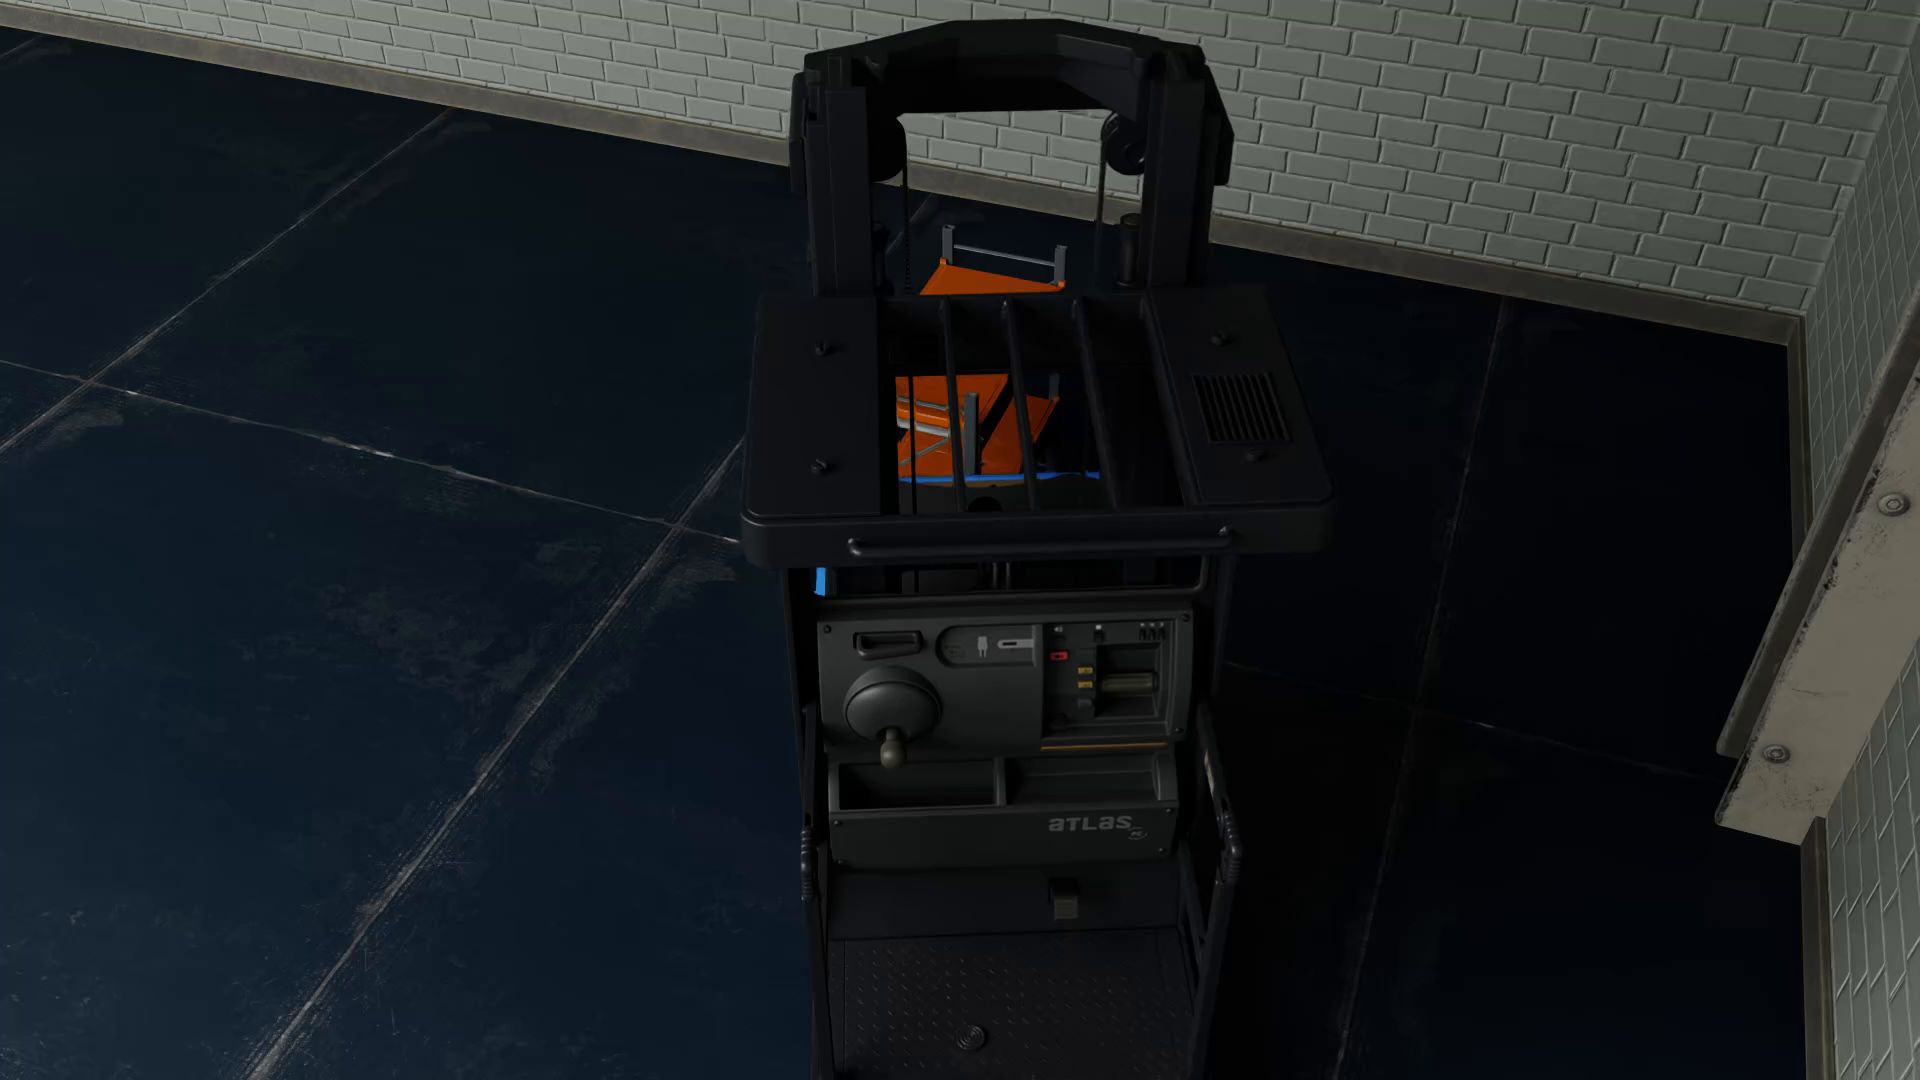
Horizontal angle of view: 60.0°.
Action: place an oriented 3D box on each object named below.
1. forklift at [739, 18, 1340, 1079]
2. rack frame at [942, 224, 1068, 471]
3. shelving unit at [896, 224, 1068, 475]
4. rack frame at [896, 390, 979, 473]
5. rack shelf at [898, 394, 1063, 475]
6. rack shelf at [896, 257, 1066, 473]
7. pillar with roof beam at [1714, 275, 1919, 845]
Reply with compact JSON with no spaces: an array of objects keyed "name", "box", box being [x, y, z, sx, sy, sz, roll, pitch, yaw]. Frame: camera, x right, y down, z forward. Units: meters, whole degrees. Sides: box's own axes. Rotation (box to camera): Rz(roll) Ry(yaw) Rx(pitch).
[{"name":"forklift","box":[0.128,0.439,3.978,1.130,2.935,3.031,-2,41,-2]},{"name":"rack frame","box":[0.172,-0.734,6.743,0.500,1.125,0.032,13,42,15]},{"name":"shelving unit","box":[-0.002,-0.424,6.380,0.538,1.125,1.048,13,42,15]},{"name":"rack frame","box":[-0.176,-0.114,6.017,0.500,1.125,0.032,13,42,15]},{"name":"rack shelf","box":[-0.002,-0.238,6.539,0.538,0.278,1.000,13,42,15]},{"name":"rack shelf","box":[-0.002,-0.646,6.190,0.538,0.278,1.000,13,42,15]},{"name":"pillar with roof beam","box":[-1.280,-3.506,3.926,9.100,9.000,0.400,13,42,15]}]
